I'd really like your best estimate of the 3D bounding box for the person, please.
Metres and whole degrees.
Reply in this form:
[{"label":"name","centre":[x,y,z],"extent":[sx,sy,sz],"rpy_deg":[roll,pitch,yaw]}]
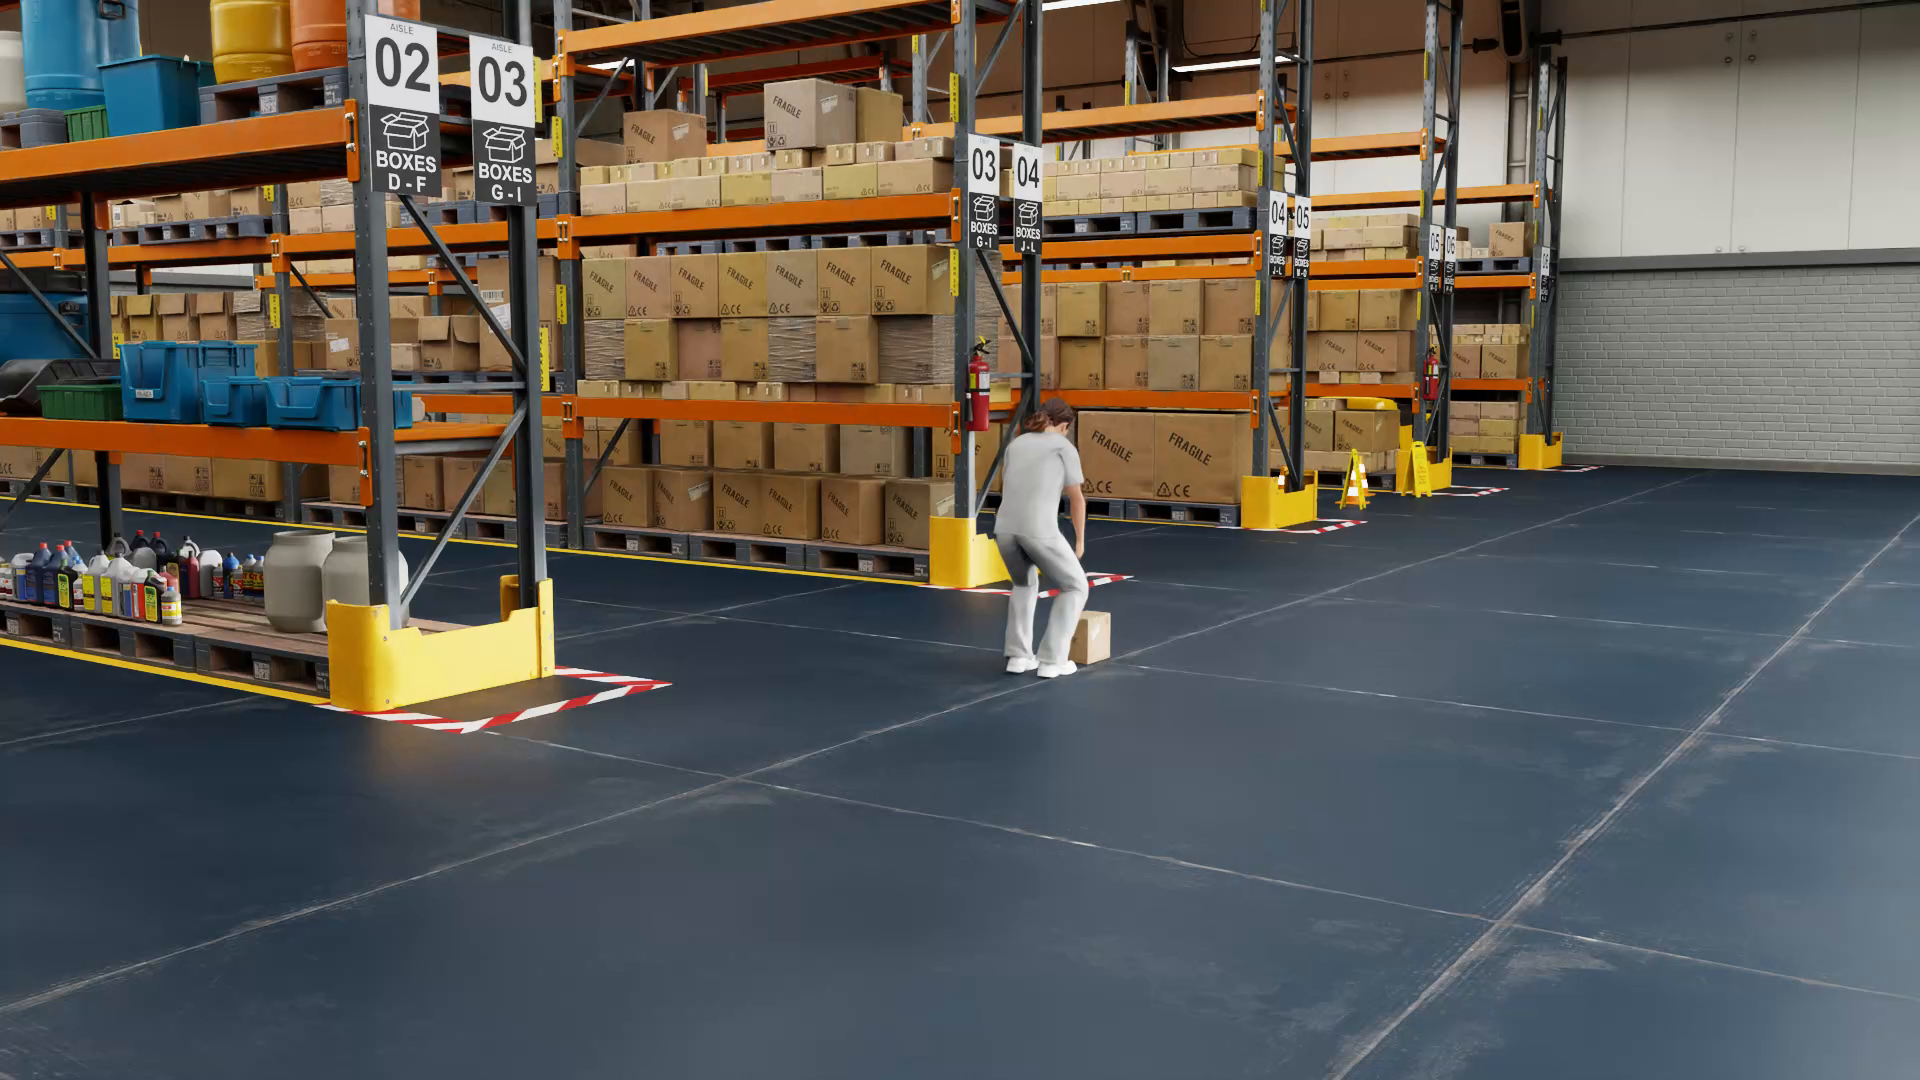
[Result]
[{"label":"person","centre":[0.406,-0.021,8.734],"extent":[0.489,1.444,0.596],"rpy_deg":[4,8,34]}]
